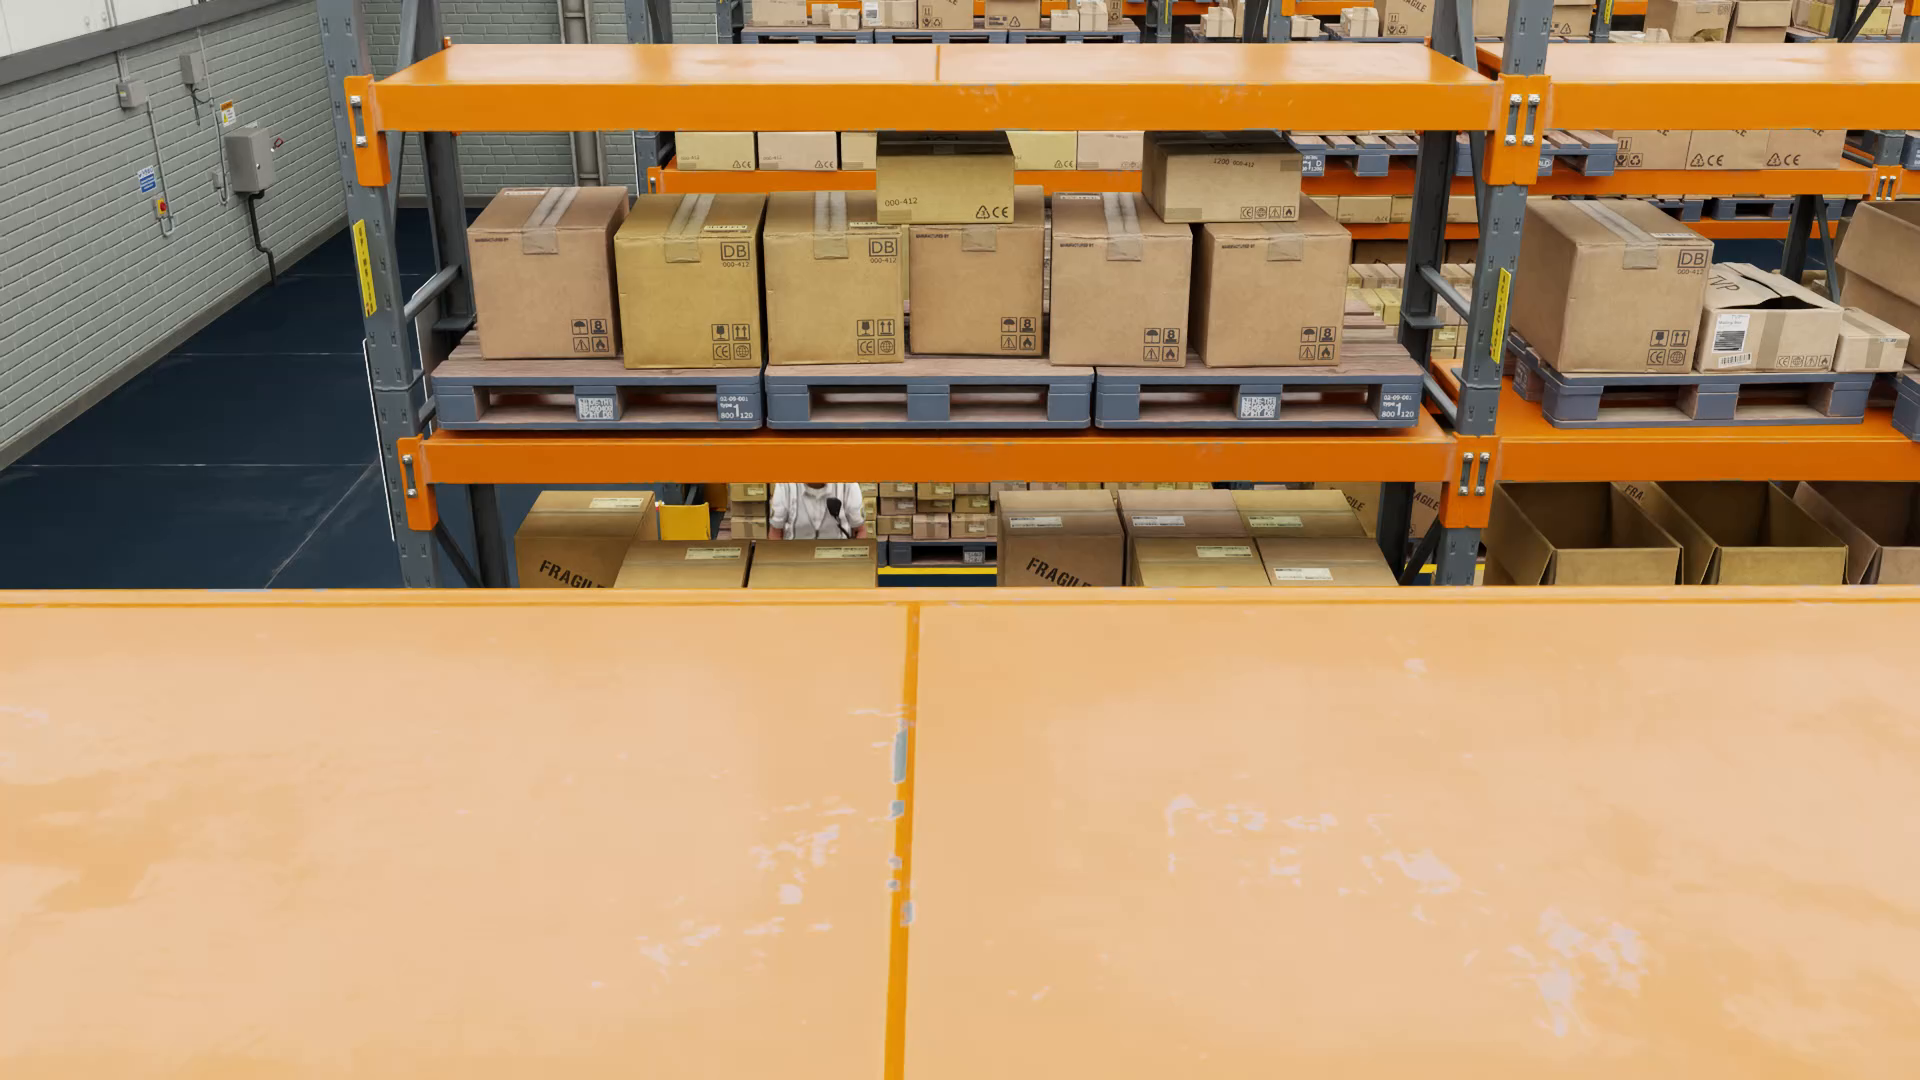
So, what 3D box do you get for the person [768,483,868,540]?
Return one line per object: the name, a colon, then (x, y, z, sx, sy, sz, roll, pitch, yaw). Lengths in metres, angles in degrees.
person: (-0.818, 0.197, 9.649, 0.574, 1.749, 0.434, -1, 24, -2)
